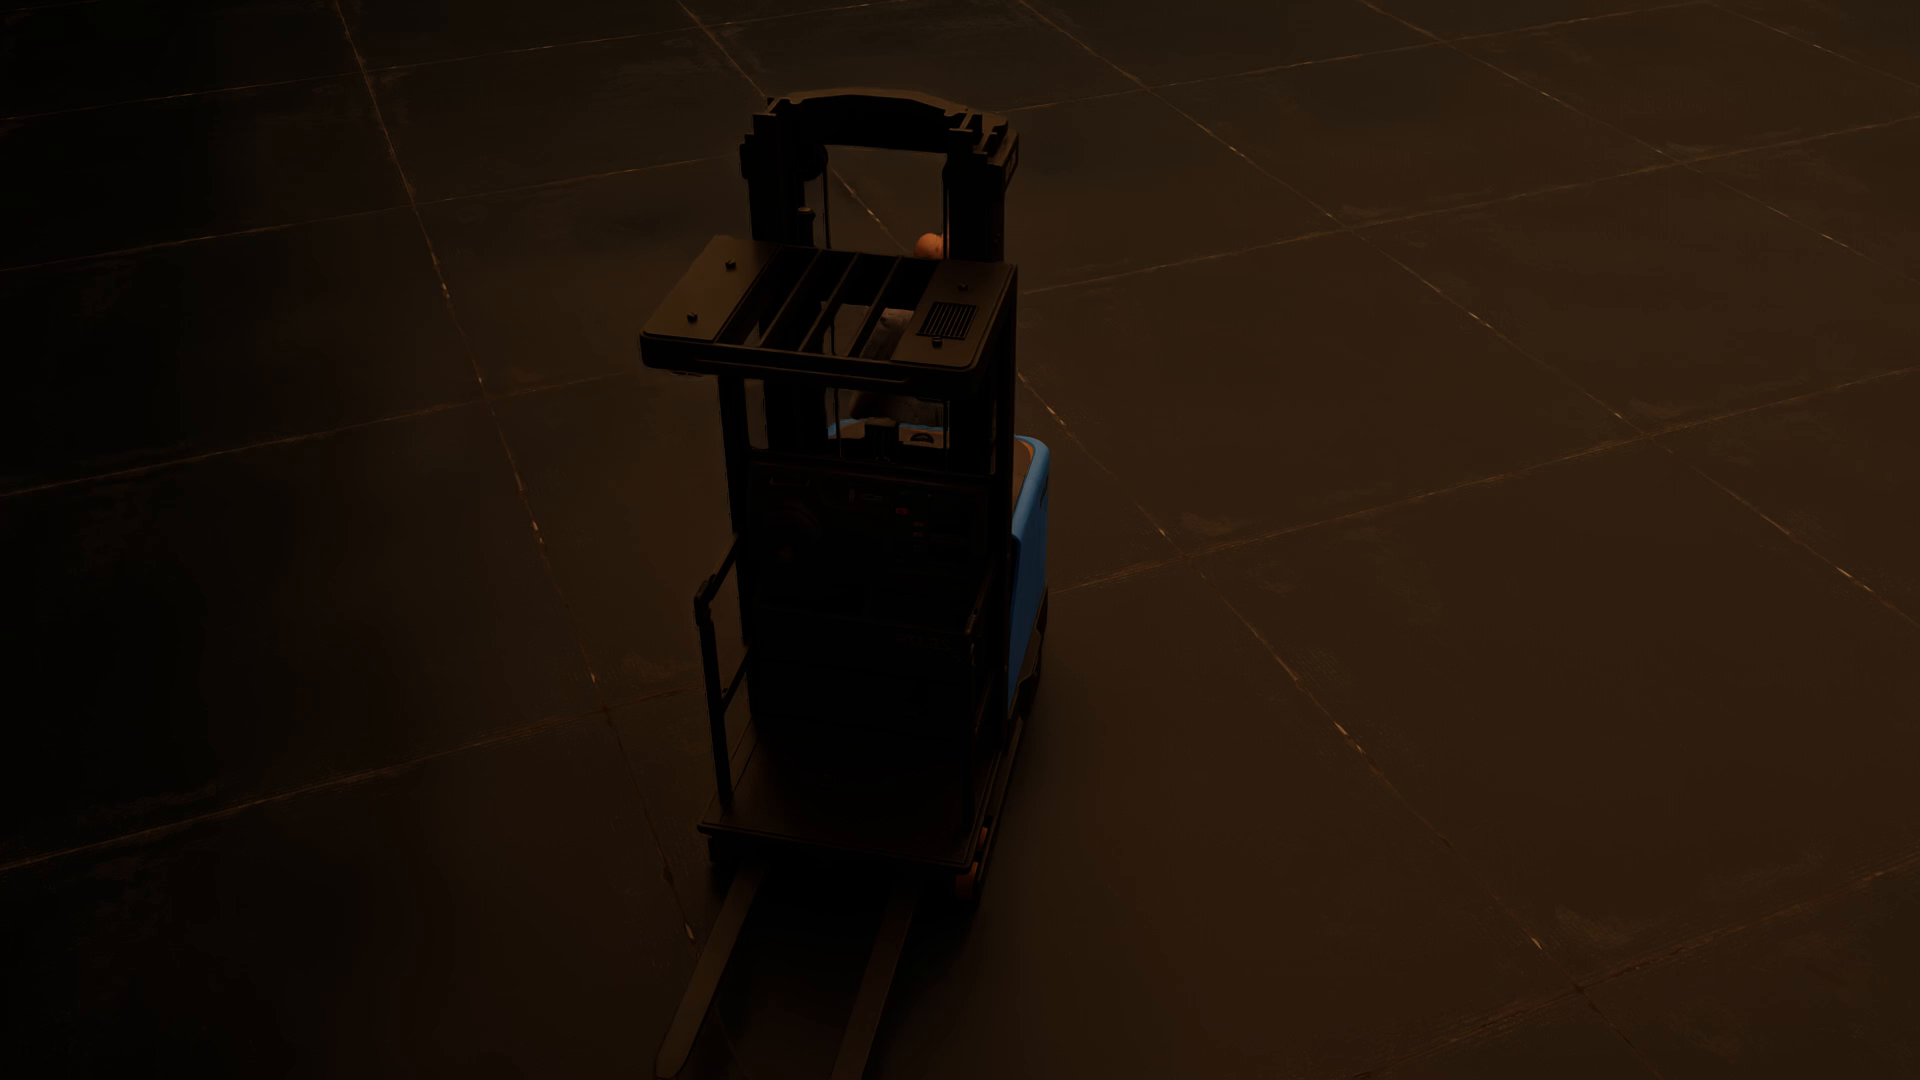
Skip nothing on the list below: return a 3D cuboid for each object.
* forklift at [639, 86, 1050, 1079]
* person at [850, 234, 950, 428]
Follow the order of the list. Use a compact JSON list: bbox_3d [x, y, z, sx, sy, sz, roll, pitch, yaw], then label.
[{"bbox_3d":[-0.397,0.002,6.096,1.130,2.935,3.031,7,36,10],"label":"forklift"},{"bbox_3d":[-0.197,-0.849,8.390,0.790,1.661,0.708,-9,36,-12],"label":"person"}]
